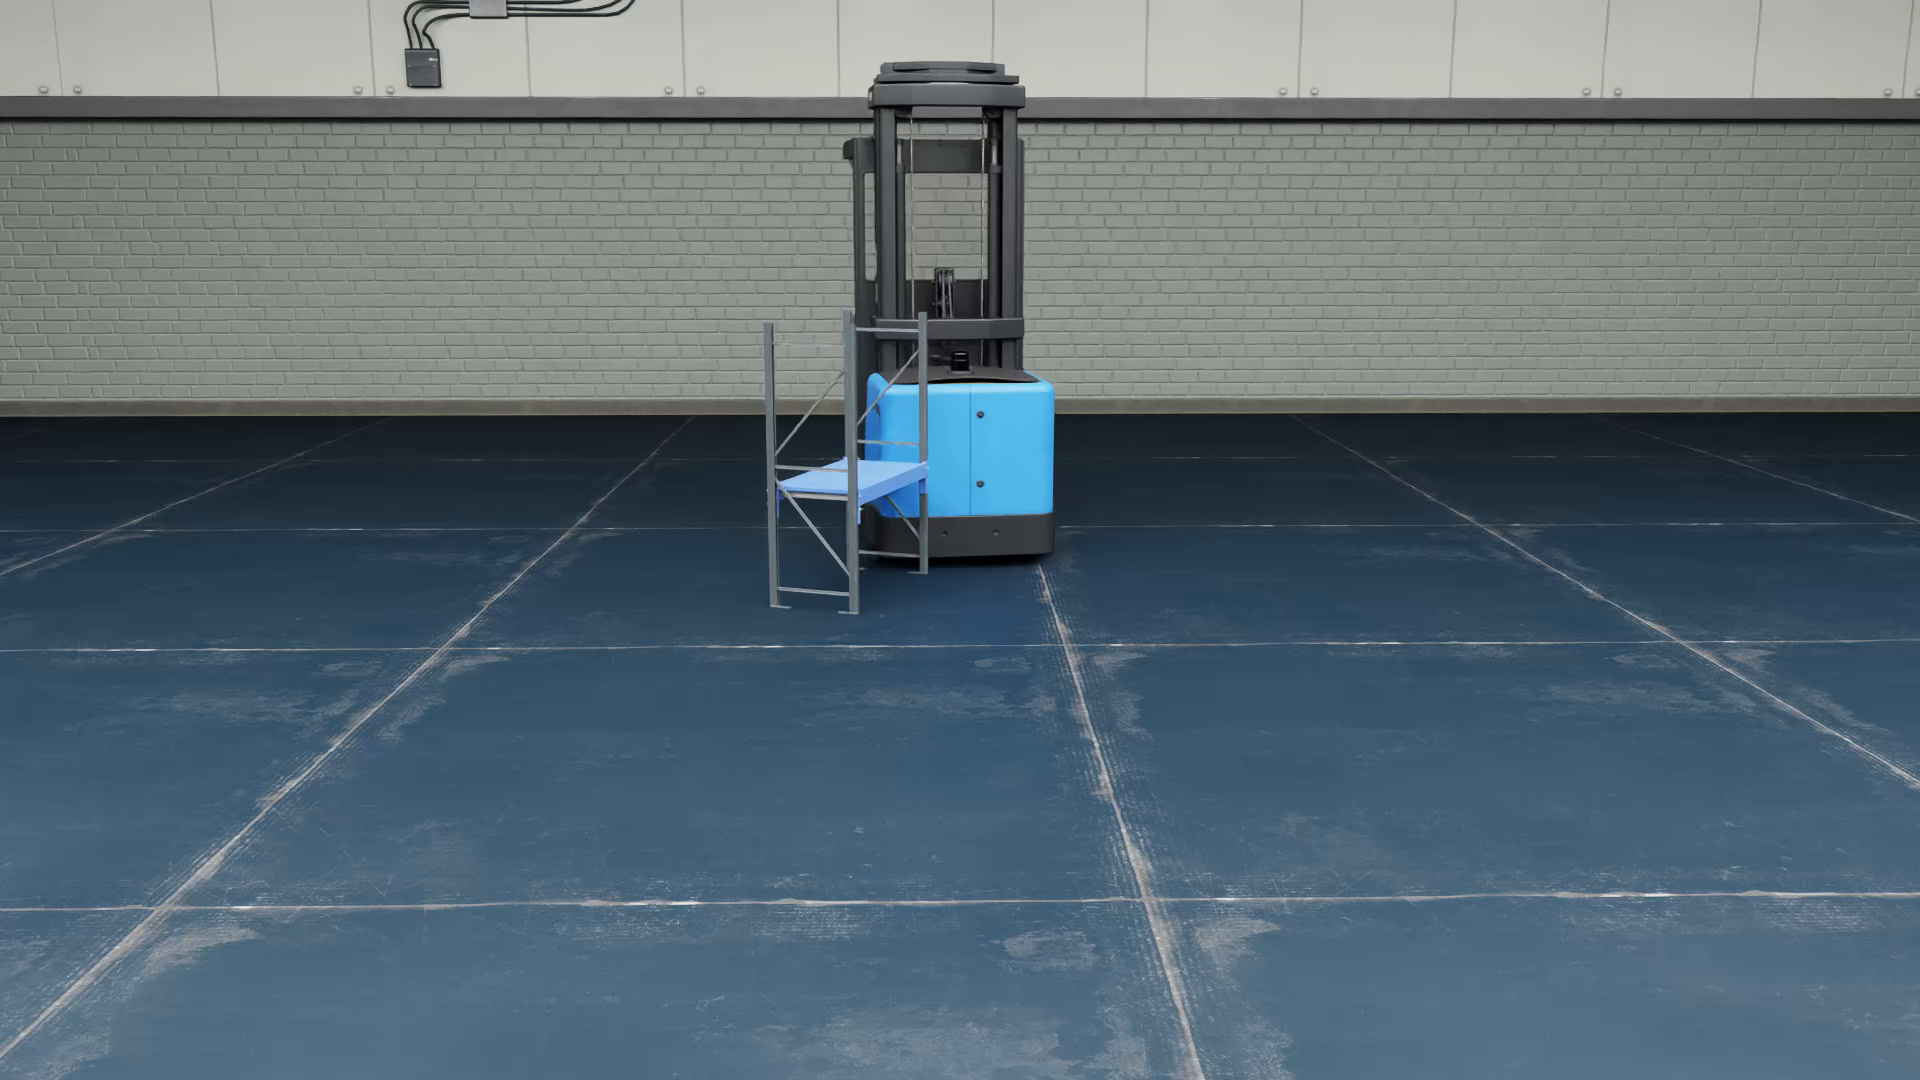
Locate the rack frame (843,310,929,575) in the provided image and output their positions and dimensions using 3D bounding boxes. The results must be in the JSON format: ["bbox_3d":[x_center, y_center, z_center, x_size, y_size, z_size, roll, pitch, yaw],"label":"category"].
[{"bbox_3d":[-0.422,-0.553,9.513,0.500,1.500,0.032,4,12,19],"label":"rack frame"}]

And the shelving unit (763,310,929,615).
[{"bbox_3d":[-0.593,-0.458,9.044,0.538,1.500,1.048,4,12,19],"label":"shelving unit"}]

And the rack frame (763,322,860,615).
[{"bbox_3d":[-0.764,-0.363,8.575,0.500,1.500,0.032,4,12,19],"label":"rack frame"}]

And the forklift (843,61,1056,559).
[{"bbox_3d":[-0.174,-1.568,10.918,1.130,2.935,3.031,-2,12,-9],"label":"forklift"}]

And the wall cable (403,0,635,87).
[{"bbox_3d":[-4.175,-7.324,15.476,2.305,6.003,0.169,0,11,-1],"label":"wall cable"}]

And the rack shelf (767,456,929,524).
[{"bbox_3d":[-0.593,-0.282,9.080,0.538,0.185,1.000,4,12,19],"label":"rack shelf"}]
